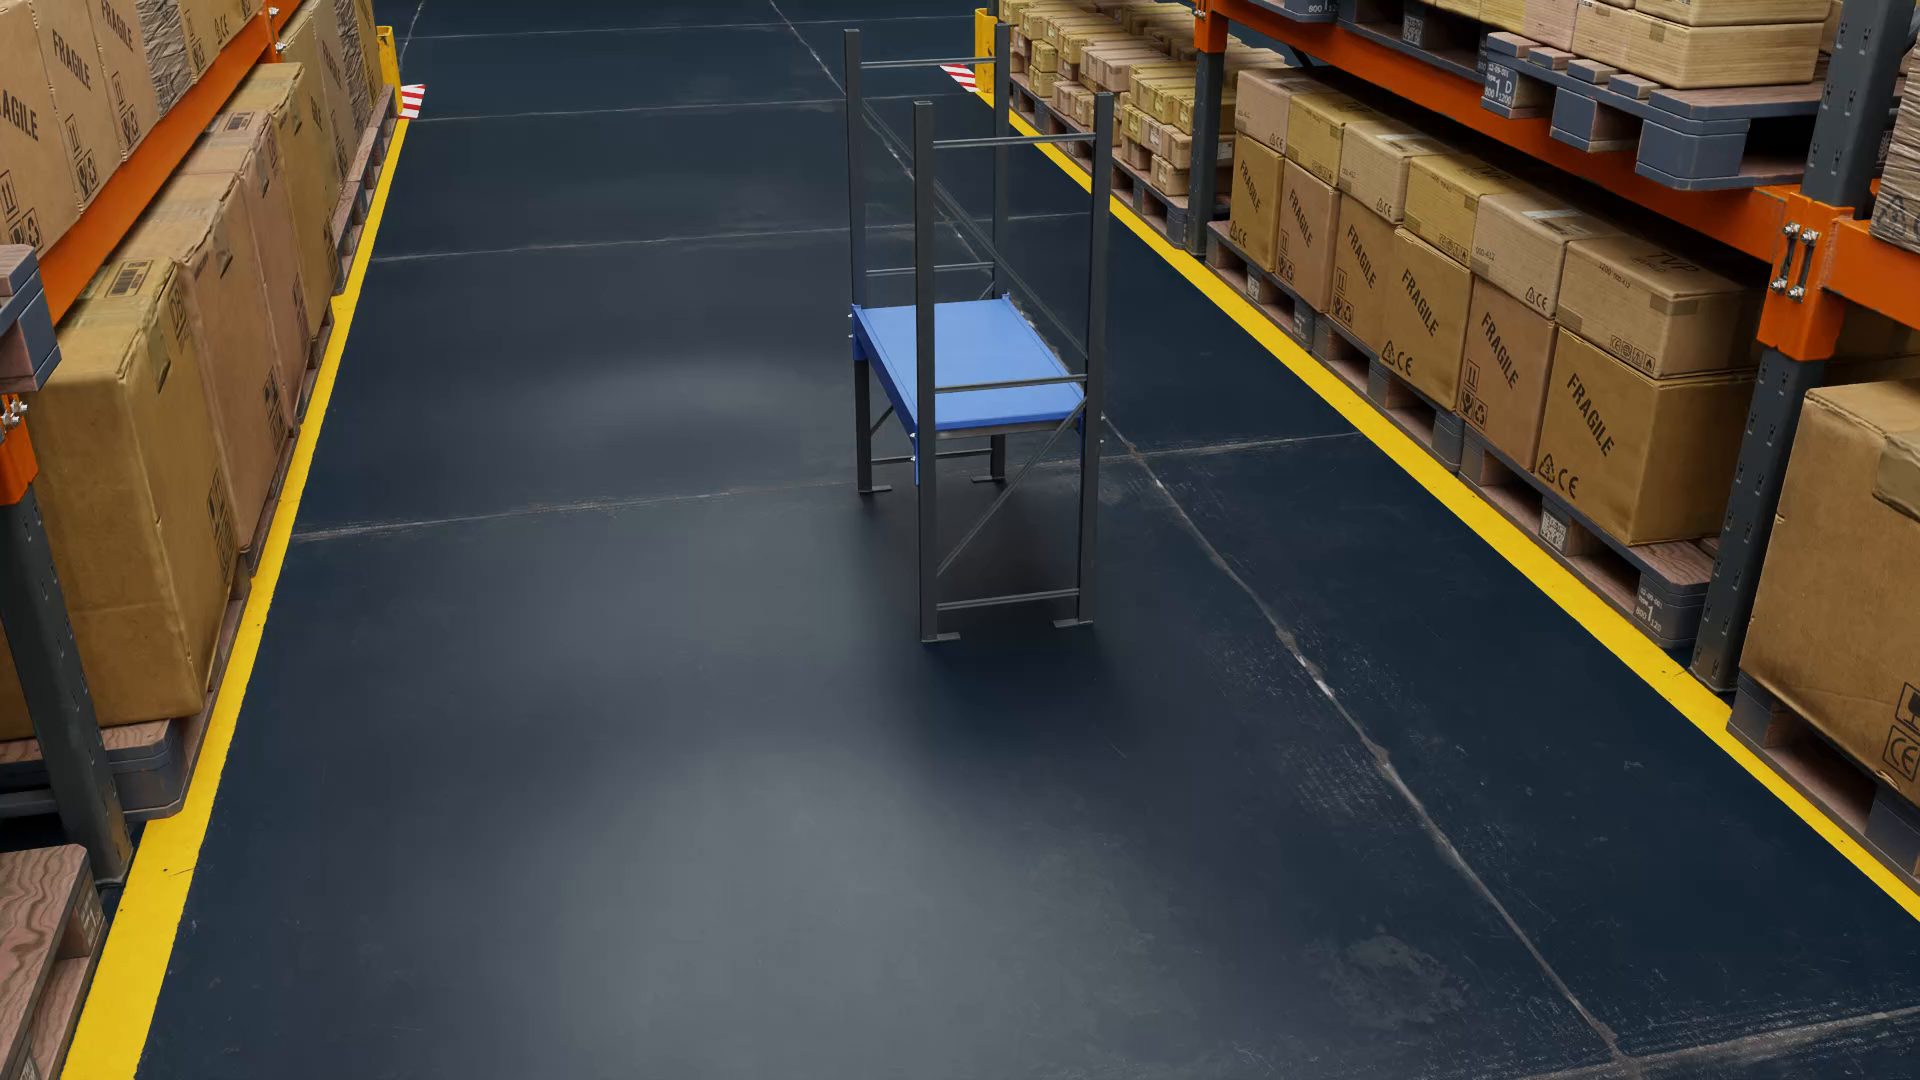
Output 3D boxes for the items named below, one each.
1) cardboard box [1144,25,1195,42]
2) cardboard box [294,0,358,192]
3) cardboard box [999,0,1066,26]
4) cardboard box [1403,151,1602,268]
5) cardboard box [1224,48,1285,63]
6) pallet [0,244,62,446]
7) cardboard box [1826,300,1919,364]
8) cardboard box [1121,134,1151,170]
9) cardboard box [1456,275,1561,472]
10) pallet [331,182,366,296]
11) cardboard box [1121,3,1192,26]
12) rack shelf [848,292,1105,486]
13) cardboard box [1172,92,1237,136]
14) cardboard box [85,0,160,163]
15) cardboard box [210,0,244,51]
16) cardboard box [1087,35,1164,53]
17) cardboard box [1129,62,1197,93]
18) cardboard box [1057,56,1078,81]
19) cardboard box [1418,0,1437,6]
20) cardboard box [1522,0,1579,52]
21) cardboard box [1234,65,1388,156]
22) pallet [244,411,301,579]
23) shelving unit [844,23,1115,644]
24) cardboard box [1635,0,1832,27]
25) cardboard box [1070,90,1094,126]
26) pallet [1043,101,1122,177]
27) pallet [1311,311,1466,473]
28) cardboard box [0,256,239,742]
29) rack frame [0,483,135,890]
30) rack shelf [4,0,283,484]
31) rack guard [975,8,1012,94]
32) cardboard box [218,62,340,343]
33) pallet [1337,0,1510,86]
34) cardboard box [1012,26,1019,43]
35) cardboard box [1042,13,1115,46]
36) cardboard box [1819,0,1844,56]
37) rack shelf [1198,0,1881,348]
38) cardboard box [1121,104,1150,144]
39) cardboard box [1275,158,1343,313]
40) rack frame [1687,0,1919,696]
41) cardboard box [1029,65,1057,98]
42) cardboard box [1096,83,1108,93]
[{"bbox_3d":[1.293,-2.910,9.725,0.380,0.149,0.250,-7,28,-13],"label":"cardboard box"},{"bbox_3d":[-3.546,-2.230,8.230,0.875,0.875,0.875,-6,27,-12],"label":"cardboard box"},{"bbox_3d":[0.468,-3.429,10.752,0.380,0.149,0.250,-7,28,-14],"label":"cardboard box"},{"bbox_3d":[1.851,-1.126,5.628,0.500,0.250,0.500,-5,27,-10],"label":"cardboard box"},{"bbox_3d":[1.539,-2.575,9.060,0.380,0.149,0.250,-5,27,-10],"label":"cardboard box"},{"bbox_3d":[-2.107,-0.154,2.439,1.213,0.211,1.003,-6,27,-12],"label":"pallet"},{"bbox_3d":[2.565,-0.735,4.852,0.500,0.250,0.500,-7,28,-14],"label":"cardboard box"},{"bbox_3d":[1.063,-2.041,8.663,0.380,0.149,0.250,-7,28,-13],"label":"cardboard box"},{"bbox_3d":[1.968,-0.563,5.345,0.500,0.500,0.500,-5,27,-10],"label":"cardboard box"},{"bbox_3d":[-3.368,-1.395,7.779,1.003,0.211,1.213,-6,27,-12],"label":"pallet"},{"bbox_3d":[1.230,-3.270,10.437,0.380,0.149,0.250,-7,28,-13],"label":"cardboard box"},{"bbox_3d":[0.019,-0.472,4.919,0.538,0.185,1.000,-6,27,-12],"label":"rack shelf"},{"bbox_3d":[1.249,-2.067,8.054,0.380,0.149,0.250,-5,27,-10],"label":"cardboard box"},{"bbox_3d":[-2.453,-1.278,4.342,0.500,0.500,0.500,-6,27,-13],"label":"cardboard box"},{"bbox_3d":[-2.796,-1.947,5.667,0.500,0.500,0.500,-5,27,-10],"label":"cardboard box"},{"bbox_3d":[0.934,-2.753,9.412,0.380,0.149,0.250,-6,27,-11],"label":"cardboard box"},{"bbox_3d":[1.107,-2.406,8.725,0.380,0.149,0.250,-5,27,-10],"label":"cardboard box"},{"bbox_3d":[0.802,-2.850,9.935,0.380,0.149,0.250,-7,28,-14],"label":"cardboard box"},{"bbox_3d":[1.641,-1.810,5.320,0.380,0.149,0.250,-5,27,-10],"label":"cardboard box"},{"bbox_3d":[1.813,-1.468,4.643,0.380,0.149,0.250,-5,27,-11],"label":"cardboard box"},{"bbox_3d":[1.492,-1.812,6.987,0.500,0.250,0.500,-7,28,-14],"label":"cardboard box"},{"bbox_3d":[-2.747,-0.185,5.383,1.003,0.211,1.213,-6,27,-12],"label":"pallet"},{"bbox_3d":[0.019,-0.632,4.838,0.538,1.500,1.048,-6,27,-12],"label":"shelving unit"},{"bbox_3d":[1.929,-1.380,4.137,0.380,0.149,0.250,-5,27,-11],"label":"cardboard box"},{"bbox_3d":[0.849,-2.488,9.547,0.380,0.149,0.250,-6,27,-12],"label":"cardboard box"},{"bbox_3d":[1.118,-2.340,9.652,1.003,0.211,1.213,-6,27,-12],"label":"pallet"},{"bbox_3d":[2.038,-0.634,6.272,1.003,0.211,1.213,-6,27,-12],"label":"pallet"},{"bbox_3d":[-2.506,-0.086,3.983,1.225,0.875,0.875,-7,28,-14],"label":"cardboard box"},{"bbox_3d":[-2.371,-0.542,2.994,1.000,3.000,0.127,-6,27,-12],"label":"rack frame"},{"bbox_3d":[-2.822,-1.099,4.896,1.077,0.370,4.000,-6,27,-12],"label":"rack shelf"},{"bbox_3d":[0.698,-3.364,11.360,1.175,0.500,0.348,-6,27,-12],"label":"rack guard"},{"bbox_3d":[-3.109,-1.258,6.305,1.225,0.875,0.875,-6,27,-11],"label":"cardboard box"},{"bbox_3d":[1.998,-1.780,5.661,1.003,0.211,1.213,-6,27,-12],"label":"pallet"},{"bbox_3d":[0.549,-3.305,10.836,0.380,0.149,0.250,-5,27,-9],"label":"cardboard box"},{"bbox_3d":[0.716,-3.096,10.093,0.380,0.149,0.250,-7,28,-14],"label":"cardboard box"},{"bbox_3d":[2.520,-1.411,4.529,0.380,0.149,0.250,-5,27,-9],"label":"cardboard box"},{"bbox_3d":[2.033,-1.558,5.806,1.077,0.370,4.000,-6,27,-12],"label":"rack shelf"},{"bbox_3d":[1.051,-2.144,8.537,0.380,0.149,0.250,-7,28,-13],"label":"cardboard box"},{"bbox_3d":[1.612,-1.245,6.696,0.500,0.500,0.500,-5,27,-9],"label":"cardboard box"},{"bbox_3d":[2.484,-1.001,3.904,1.000,3.000,0.127,-6,27,-12],"label":"rack frame"},{"bbox_3d":[0.640,-2.827,10.220,0.380,0.149,0.250,-6,27,-11],"label":"cardboard box"},{"bbox_3d":[0.973,-2.494,9.229,0.380,0.149,0.250,-7,28,-14],"label":"cardboard box"}]
